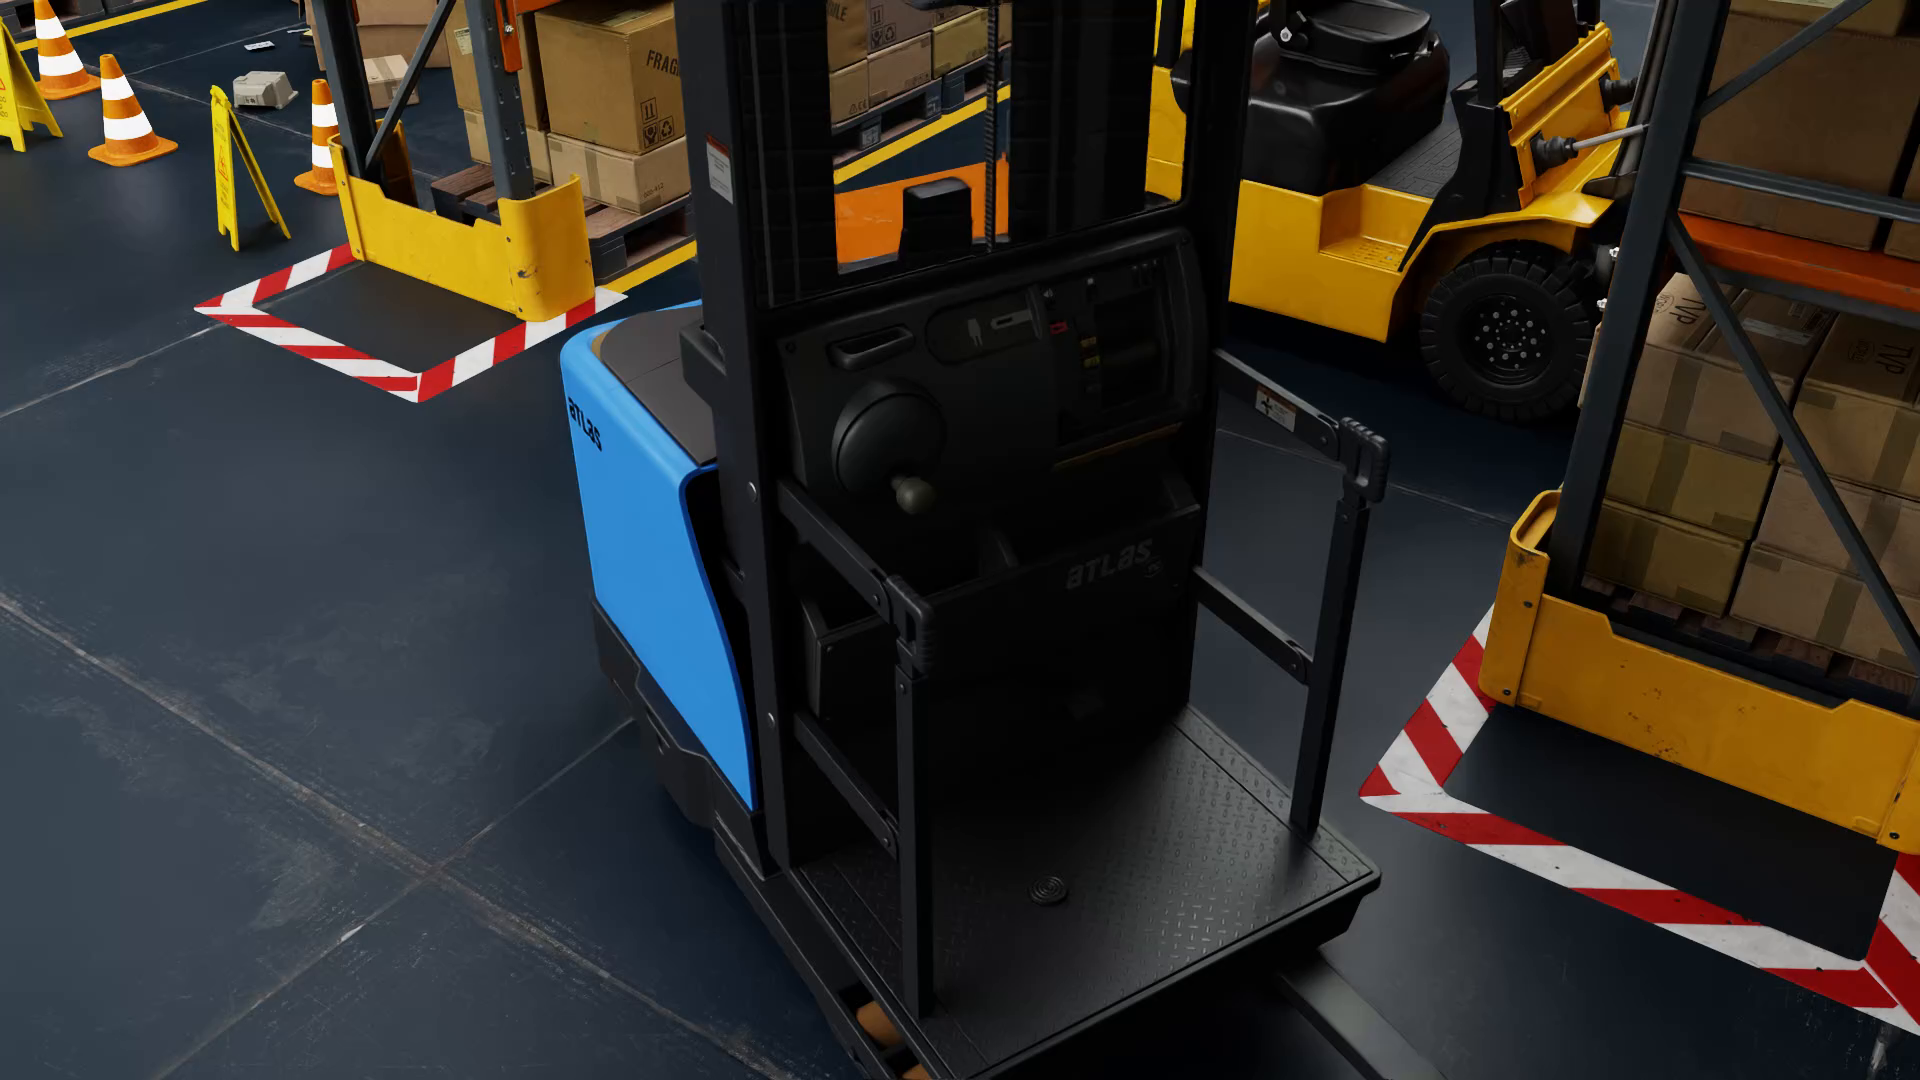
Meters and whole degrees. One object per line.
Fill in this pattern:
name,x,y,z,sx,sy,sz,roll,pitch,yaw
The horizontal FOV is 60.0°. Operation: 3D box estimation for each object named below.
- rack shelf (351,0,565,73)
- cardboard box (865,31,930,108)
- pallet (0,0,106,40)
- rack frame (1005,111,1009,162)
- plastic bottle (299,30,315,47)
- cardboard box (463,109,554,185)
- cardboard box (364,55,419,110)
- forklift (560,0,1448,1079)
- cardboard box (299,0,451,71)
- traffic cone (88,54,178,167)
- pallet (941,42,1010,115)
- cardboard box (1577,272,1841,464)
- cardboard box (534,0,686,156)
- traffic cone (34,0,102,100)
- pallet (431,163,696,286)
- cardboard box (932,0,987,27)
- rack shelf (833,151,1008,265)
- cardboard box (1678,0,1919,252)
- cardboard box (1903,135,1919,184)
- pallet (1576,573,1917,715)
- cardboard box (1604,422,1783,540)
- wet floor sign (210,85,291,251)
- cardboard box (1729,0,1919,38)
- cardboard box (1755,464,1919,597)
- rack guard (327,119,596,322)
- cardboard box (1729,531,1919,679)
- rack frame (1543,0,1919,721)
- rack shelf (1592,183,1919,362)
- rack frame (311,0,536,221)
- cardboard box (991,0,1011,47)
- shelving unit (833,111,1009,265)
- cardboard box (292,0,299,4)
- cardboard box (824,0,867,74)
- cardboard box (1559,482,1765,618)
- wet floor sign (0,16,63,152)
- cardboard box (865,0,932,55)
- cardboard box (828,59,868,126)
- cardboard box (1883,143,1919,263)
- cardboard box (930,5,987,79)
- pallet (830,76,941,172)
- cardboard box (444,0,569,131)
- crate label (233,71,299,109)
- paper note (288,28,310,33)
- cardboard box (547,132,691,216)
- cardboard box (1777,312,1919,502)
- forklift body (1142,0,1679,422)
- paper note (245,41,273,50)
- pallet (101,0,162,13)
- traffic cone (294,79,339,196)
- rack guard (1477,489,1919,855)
rack shelf,-0.926,-2.933,7.552,1.077,0.370,4.000,21,39,28
cardboard box,-0.491,-2.348,8.124,0.500,0.250,0.500,22,40,29
pallet,-5.799,-3.083,9.621,1.003,0.211,1.213,21,39,28
rack frame,0.283,-0.768,5.381,0.032,1.125,0.500,-18,38,-25
plastic bottle,-3.616,-2.878,9.451,0.133,0.061,0.283,8,35,12
cardboard box,-1.813,-1.815,7.335,0.500,0.250,0.500,21,39,28
cardboard box,-2.979,-2.378,8.633,0.250,0.149,0.380,-15,37,-21
forklift,0.201,-0.272,3.036,1.130,2.935,3.031,-19,38,-26
cardboard box,-3.145,-2.894,9.080,0.797,0.503,0.637,-3,34,-4
traffic cone,-3.987,-2.068,7.895,0.336,0.463,0.334,21,39,28
pallet,-0.140,-2.676,9.019,1.003,0.211,1.213,21,39,28
cardboard box,2.019,-0.488,4.480,0.500,0.250,0.500,23,40,30
cardboard box,-1.367,-1.950,6.867,0.500,0.500,0.500,20,39,27
traffic cone,-4.722,-2.585,8.660,0.336,0.463,0.334,21,39,28
pallet,-1.531,-1.553,7.358,1.003,0.211,1.213,21,39,28
cardboard box,-0.191,-2.904,8.277,0.500,0.500,0.500,22,40,29
rack shelf,-0.156,-0.866,5.005,1.000,0.278,0.538,-18,38,-25
cardboard box,2.078,-1.079,4.078,0.500,0.500,0.500,20,39,27
cardboard box,2.381,-1.315,4.427,0.500,0.500,0.500,23,40,30
pallet,2.415,0.063,4.969,1.003,0.211,1.213,21,39,28
cardboard box,2.034,-0.293,4.639,0.500,0.250,0.500,21,39,28
wet floor sign,-3.054,-1.590,7.025,0.232,0.644,0.267,-22,40,-29
cardboard box,1.981,-1.286,3.806,0.380,0.149,0.250,22,40,29
cardboard box,2.452,-0.119,4.382,0.500,0.250,0.500,22,40,29
rack guard,-2.023,-1.310,6.741,1.175,0.500,0.348,21,39,28
cardboard box,2.454,0.075,4.542,0.500,0.250,0.500,21,40,28
rack frame,2.013,-0.727,3.647,1.000,3.000,0.127,21,39,28
rack shelf,3.153,-1.349,5.210,1.077,0.370,4.000,21,39,28
rack frame,-2.067,-2.311,5.989,1.000,3.000,0.127,21,39,28
cardboard box,0.098,-2.829,8.835,0.500,0.250,0.500,23,40,30
shelving unit,-0.156,-0.624,5.169,1.048,1.125,0.538,-18,38,-25
cardboard box,-3.952,-3.609,10.139,0.500,0.500,0.500,29,44,36
cardboard box,-0.779,-2.421,7.562,0.500,0.500,0.500,22,40,29
cardboard box,2.021,-0.079,4.769,0.500,0.250,0.500,22,40,28
wet floor sign,-4.581,-2.224,7.963,0.267,0.644,0.232,14,37,20
cardboard box,-0.481,-2.669,7.930,0.500,0.500,0.500,24,41,31
cardboard box,-0.782,-2.116,7.781,0.500,0.250,0.500,24,41,31
cardboard box,2.524,-0.908,3.825,0.500,0.500,0.500,23,40,30
cardboard box,-0.198,-2.580,8.468,0.500,0.250,0.500,20,39,27
pallet,-0.835,-2.112,8.185,1.003,0.211,1.213,21,39,28
cardboard box,-1.824,-2.108,7.100,0.500,0.500,0.500,22,40,28
crate label,-3.590,-2.314,8.550,0.250,0.136,0.298,3,34,4
paper note,-3.810,-2.937,9.584,0.123,0.001,0.032,-15,37,-21
cardboard box,-1.380,-1.629,7.060,0.500,0.250,0.500,21,39,28
cardboard box,2.443,-0.337,4.257,0.500,0.250,0.500,21,39,28
forklift body,1.596,-1.831,6.037,2.313,2.155,1.214,21,39,28
paper note,-3.926,-2.775,9.327,0.142,0.017,0.144,-22,40,-29
pallet,-5.103,-3.642,10.447,1.003,0.211,1.213,21,39,28
traffic cone,-2.881,-1.870,7.602,0.336,0.463,0.334,21,39,28
rack guard,1.999,0.320,4.331,1.175,0.500,0.348,21,39,28
